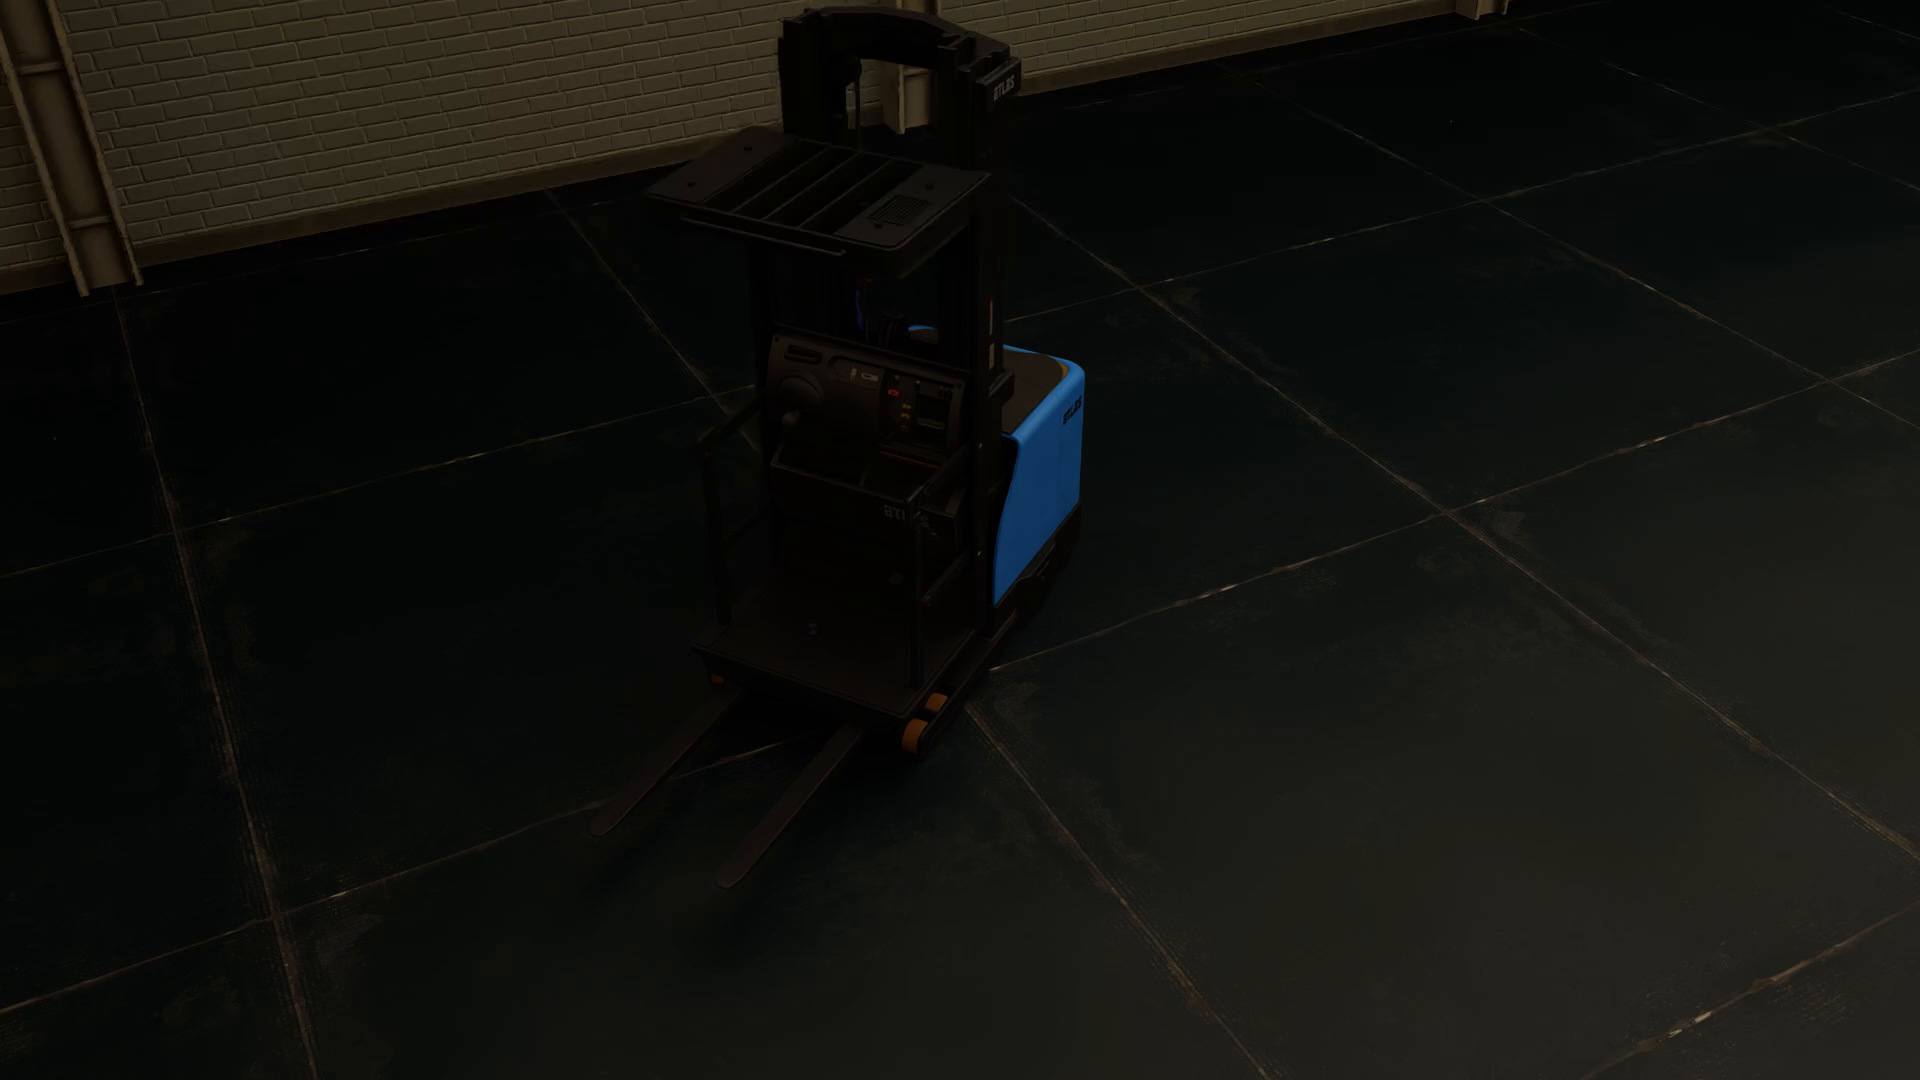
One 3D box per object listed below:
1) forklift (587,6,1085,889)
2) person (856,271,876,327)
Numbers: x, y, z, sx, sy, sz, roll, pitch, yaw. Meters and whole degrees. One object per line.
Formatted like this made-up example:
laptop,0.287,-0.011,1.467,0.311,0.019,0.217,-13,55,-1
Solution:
forklift,-0.502,-0.541,6.888,1.130,2.935,3.031,16,38,22
person,-0.349,-0.877,8.739,0.800,1.464,0.720,-8,36,-12
